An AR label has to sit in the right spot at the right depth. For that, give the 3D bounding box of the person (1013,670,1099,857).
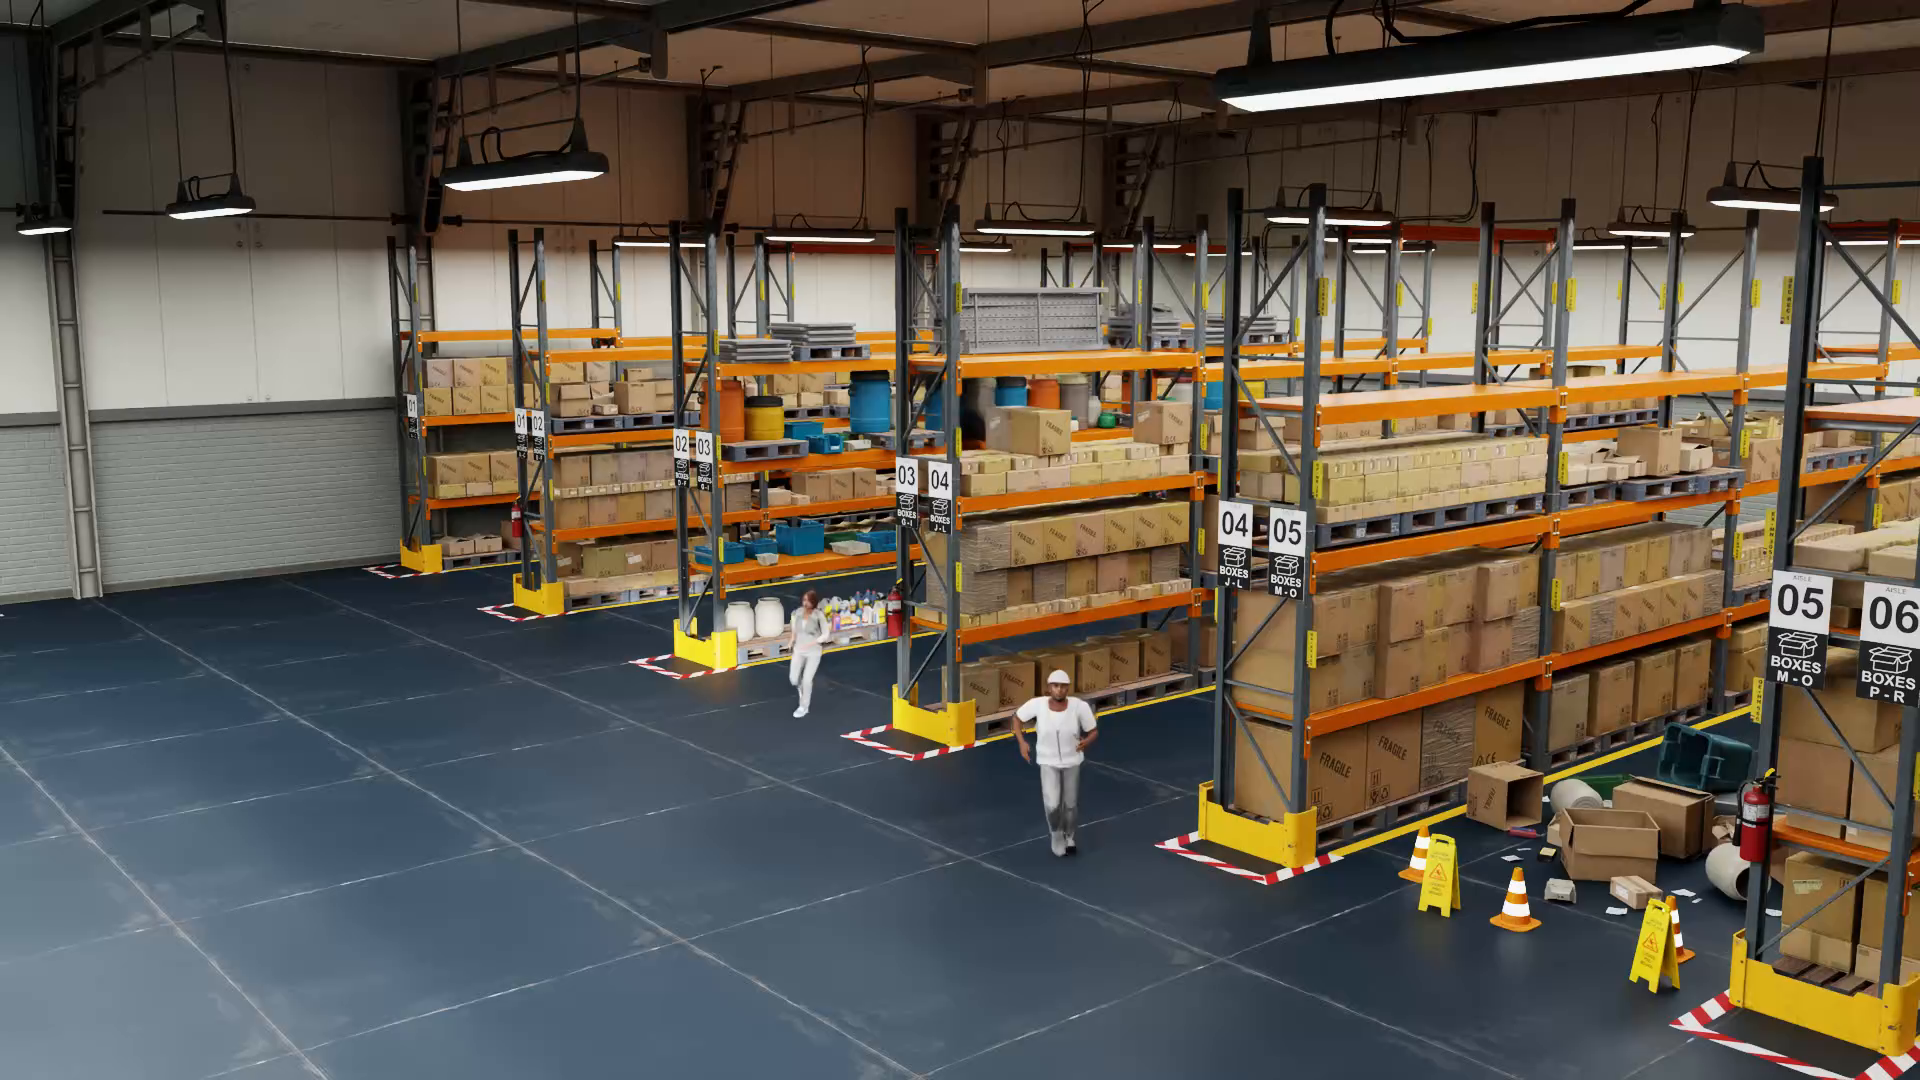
[{"bbox_3d":[0.871,2.021,15.005,0.755,1.733,0.742,0,9,-3],"label":"person"}]

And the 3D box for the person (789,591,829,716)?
[{"bbox_3d":[-1.812,1.367,19.950,0.527,1.544,0.537,3,9,16],"label":"person"}]
